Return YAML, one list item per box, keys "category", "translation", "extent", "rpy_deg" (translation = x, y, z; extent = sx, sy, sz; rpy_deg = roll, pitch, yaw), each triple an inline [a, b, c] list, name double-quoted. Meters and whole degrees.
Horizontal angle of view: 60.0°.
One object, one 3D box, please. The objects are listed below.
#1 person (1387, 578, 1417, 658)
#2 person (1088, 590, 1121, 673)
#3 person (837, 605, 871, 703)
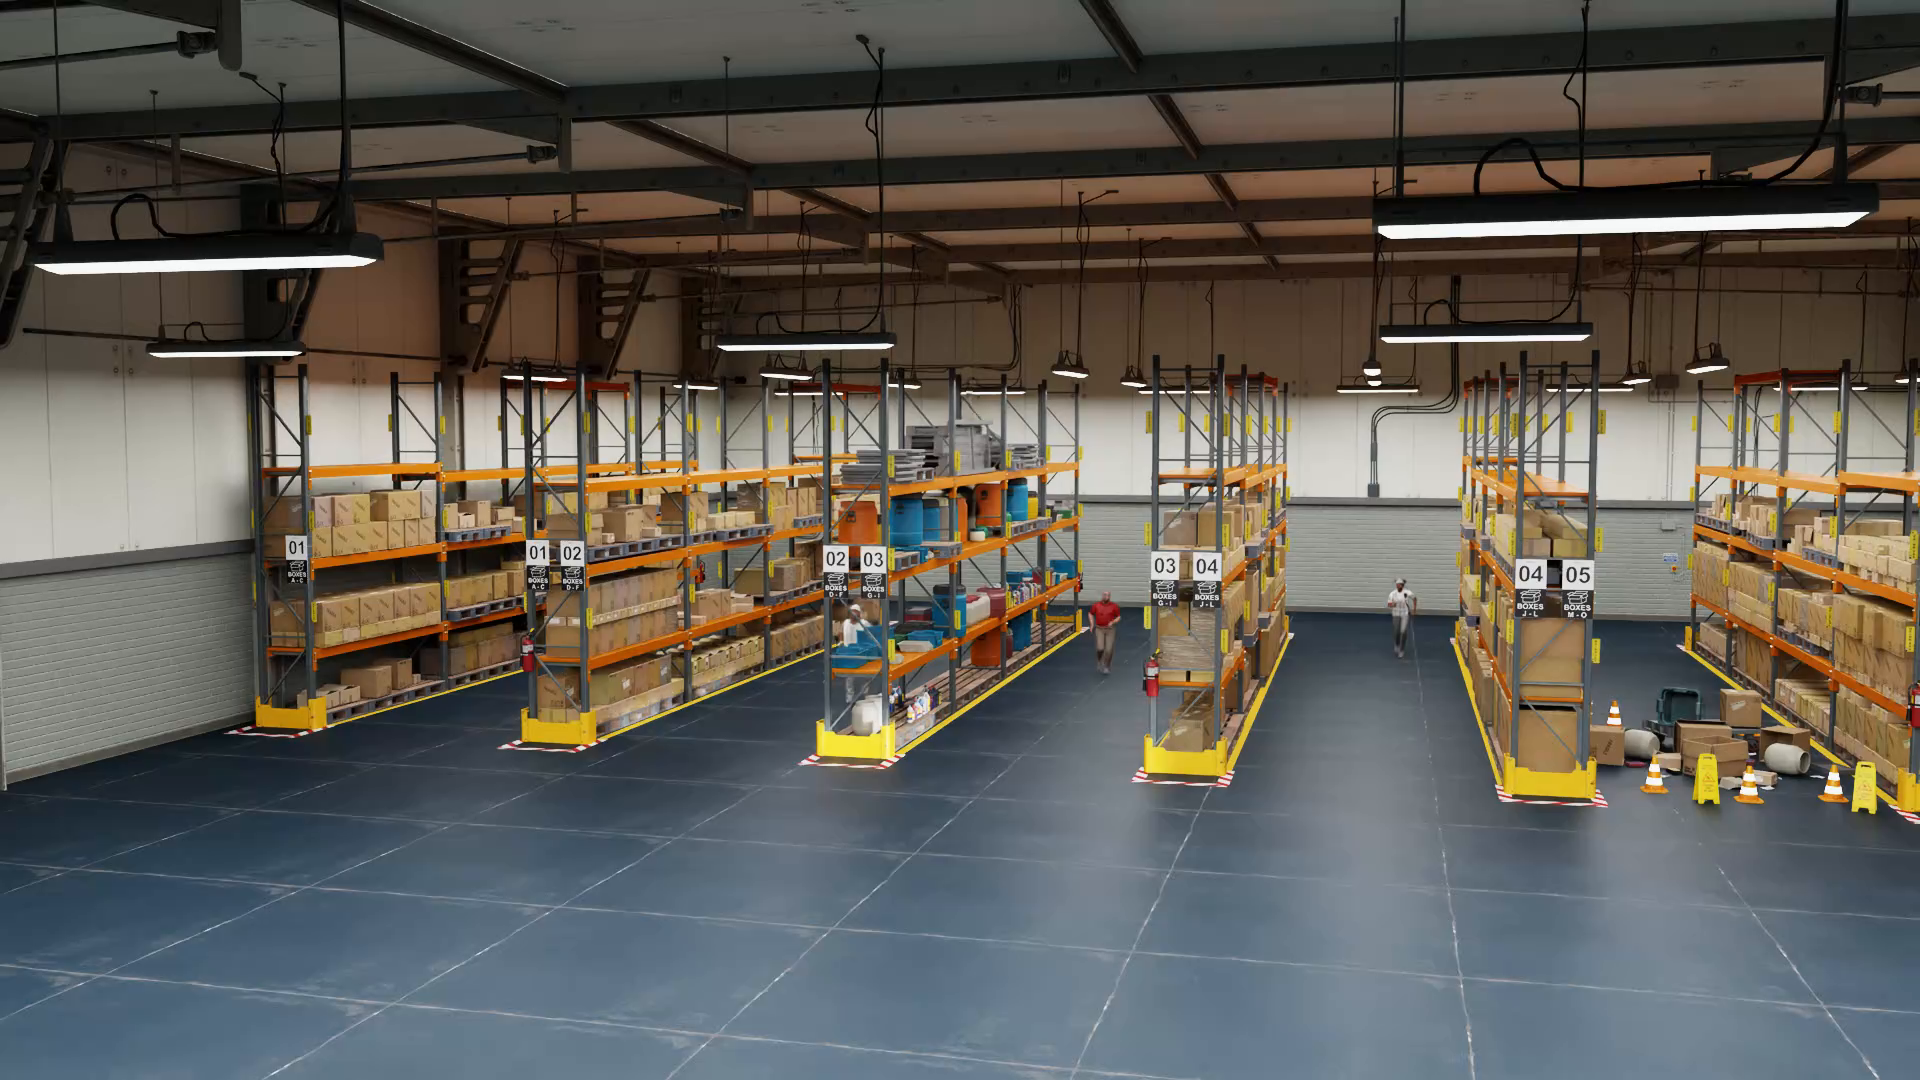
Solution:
- category: "person"
  translation: [9.580, 1.676, 36.076]
  extent: [0.586, 1.747, 0.892]
  rpy_deg: [2, 4, 24]
- category: "person"
  translation: [2.913, 1.851, 33.392]
  extent: [0.651, 1.684, 0.602]
  rpy_deg: [0, 4, 2]
- category: "person"
  translation: [-1.902, 2.047, 30.139]
  extent: [0.698, 1.757, 0.886]
  rpy_deg: [1, 4, 12]
